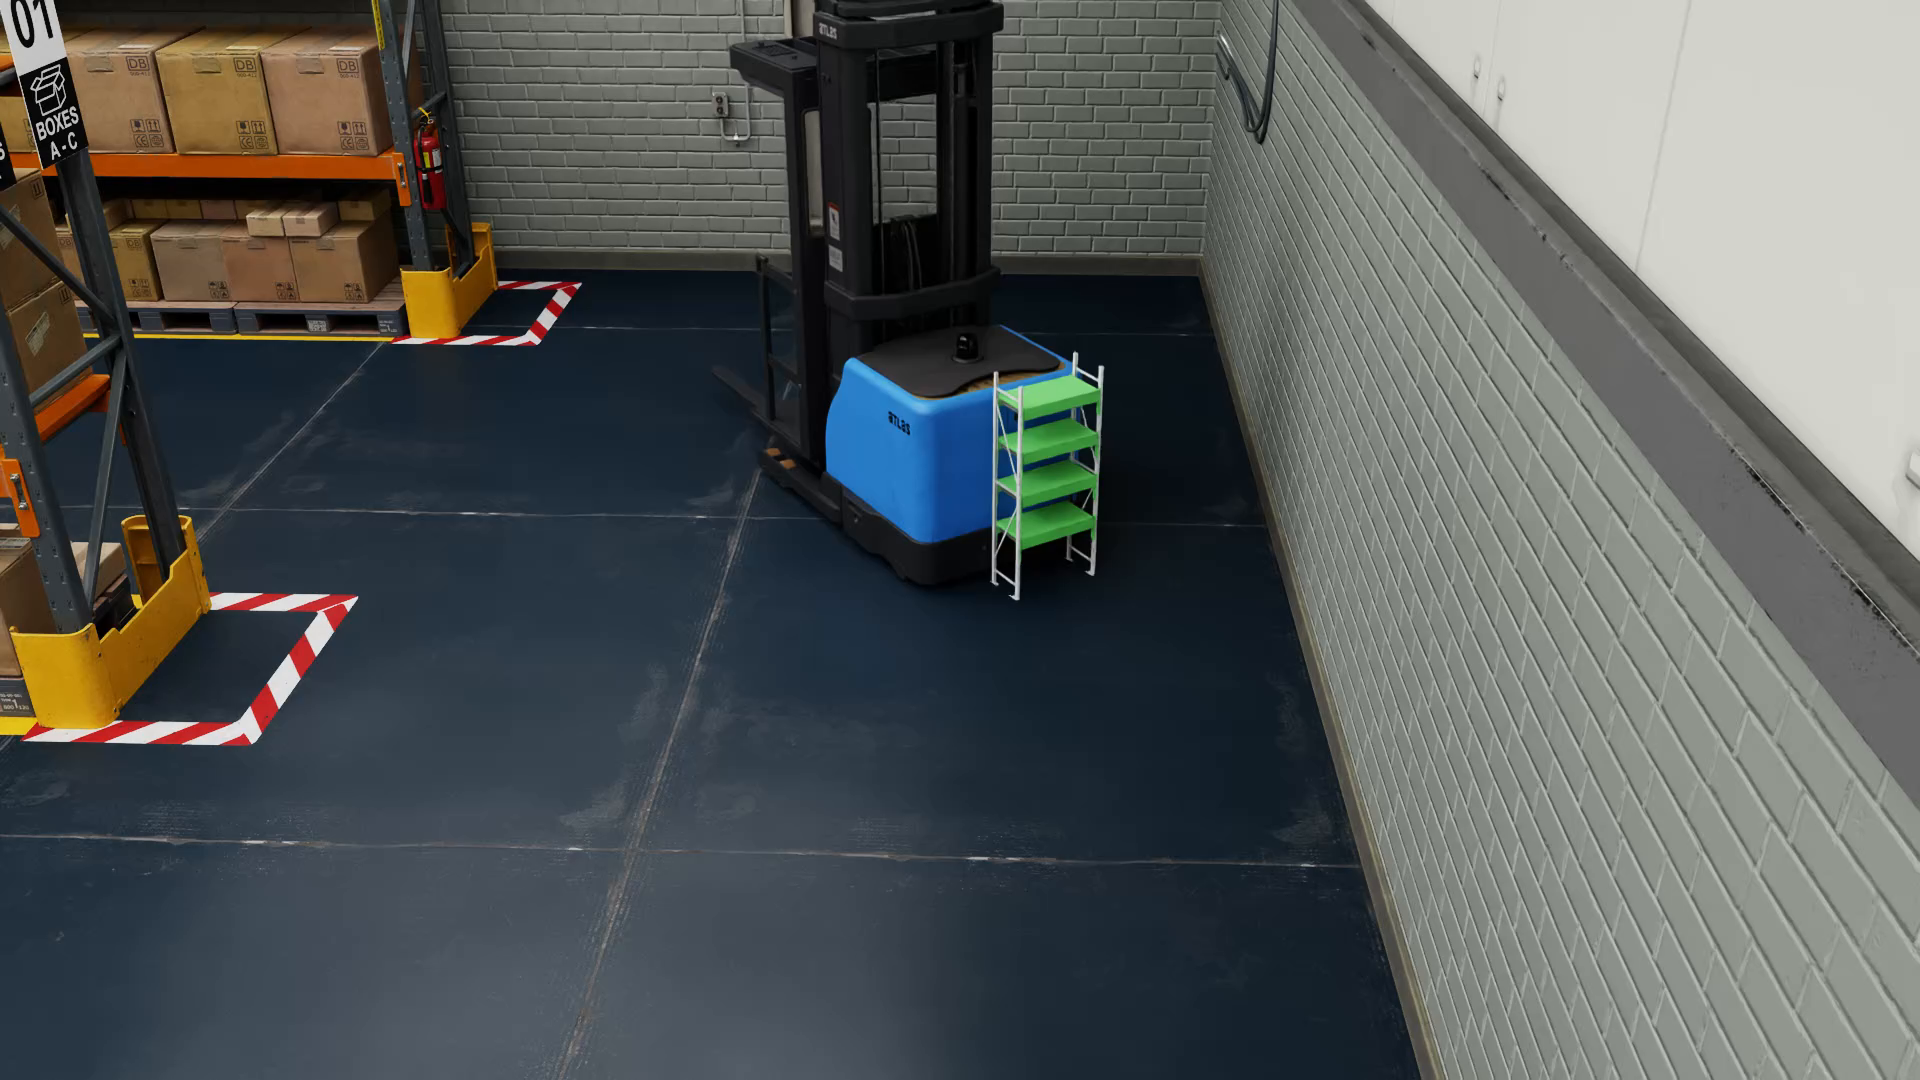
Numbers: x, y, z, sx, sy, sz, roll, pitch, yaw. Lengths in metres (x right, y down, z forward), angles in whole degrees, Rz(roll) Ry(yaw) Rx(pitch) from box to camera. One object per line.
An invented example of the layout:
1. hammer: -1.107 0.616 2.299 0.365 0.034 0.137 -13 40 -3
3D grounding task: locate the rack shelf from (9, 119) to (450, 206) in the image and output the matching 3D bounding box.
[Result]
1. rack shelf: -5.810 -2.767 12.034 4.000 0.370 1.077 1 28 2

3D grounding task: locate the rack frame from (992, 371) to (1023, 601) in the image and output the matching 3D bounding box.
1. rack frame: 0.239 -0.260 8.459 0.015 1.200 0.240 -17 32 -28

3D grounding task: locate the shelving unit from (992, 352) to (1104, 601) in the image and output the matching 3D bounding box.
1. shelving unit: 0.444 -0.321 8.575 0.503 1.200 0.258 -17 32 -28

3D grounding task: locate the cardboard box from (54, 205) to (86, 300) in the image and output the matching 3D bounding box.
1. cardboard box: -6.563 -2.128 12.283 0.500 0.500 0.700 1 28 1

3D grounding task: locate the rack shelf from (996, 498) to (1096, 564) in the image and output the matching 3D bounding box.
1. rack shelf: 0.444 -0.053 8.718 0.480 0.148 0.258 -17 32 -28

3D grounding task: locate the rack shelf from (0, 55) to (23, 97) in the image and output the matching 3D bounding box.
1. rack shelf: -5.981 -1.773 6.958 4.000 0.370 1.077 1 28 2

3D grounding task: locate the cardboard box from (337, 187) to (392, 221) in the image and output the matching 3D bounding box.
1. cardboard box: -4.382 -2.475 12.245 0.250 0.149 0.380 1 28 2

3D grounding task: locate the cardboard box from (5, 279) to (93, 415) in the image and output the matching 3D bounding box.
1. cardboard box: -4.416 -0.908 7.653 0.500 0.500 0.500 2 28 3

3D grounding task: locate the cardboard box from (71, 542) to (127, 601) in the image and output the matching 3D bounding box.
1. cardboard box: -4.389 0.165 8.311 0.250 0.149 0.380 1 28 2

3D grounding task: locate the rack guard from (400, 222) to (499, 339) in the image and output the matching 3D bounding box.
1. rack guard: -3.787 -1.947 12.388 0.348 0.500 1.175 1 28 2

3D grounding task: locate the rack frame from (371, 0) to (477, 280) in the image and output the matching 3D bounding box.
1. rack frame: -3.811 -3.051 11.804 0.127 3.000 1.000 1 28 2

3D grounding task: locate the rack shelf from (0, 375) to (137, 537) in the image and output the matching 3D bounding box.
1. rack shelf: -5.981 -0.448 7.660 4.000 0.370 1.077 1 28 2

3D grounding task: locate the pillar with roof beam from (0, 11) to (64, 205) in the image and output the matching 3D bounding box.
1. pillar with roof beam: -7.230 -4.146 7.464 0.400 9.000 9.100 1 28 2

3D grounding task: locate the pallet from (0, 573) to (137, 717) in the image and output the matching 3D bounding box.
1. pallet: -4.855 0.486 8.109 1.213 0.211 1.003 1 28 2

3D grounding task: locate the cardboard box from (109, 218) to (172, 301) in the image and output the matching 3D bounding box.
1. cardboard box: -6.050 -2.119 12.265 0.500 0.500 0.700 2 28 3

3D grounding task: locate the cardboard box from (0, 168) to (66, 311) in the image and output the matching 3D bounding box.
1. cardboard box: -4.416 -1.349 7.419 0.500 0.500 0.500 2 28 3

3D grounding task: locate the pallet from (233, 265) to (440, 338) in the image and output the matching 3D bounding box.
1. pallet: -4.613 -1.796 12.413 1.213 0.211 1.003 1 28 2

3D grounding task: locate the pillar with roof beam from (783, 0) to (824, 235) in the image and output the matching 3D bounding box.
1. pillar with roof beam: -1.234 -4.047 7.277 0.400 9.000 9.100 1 28 2

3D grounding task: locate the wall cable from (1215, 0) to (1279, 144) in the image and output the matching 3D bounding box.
1. wall cable: 1.829 -4.069 10.634 0.112 2.526 3.097 1 28 2

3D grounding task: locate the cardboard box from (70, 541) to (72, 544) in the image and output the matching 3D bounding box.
1. cardboard box: -4.638 0.153 8.314 0.250 0.166 0.380 1 28 2

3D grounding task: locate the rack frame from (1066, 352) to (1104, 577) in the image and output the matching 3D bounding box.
1. rack frame: 0.649 -0.383 8.692 0.015 1.200 0.240 -17 32 -28

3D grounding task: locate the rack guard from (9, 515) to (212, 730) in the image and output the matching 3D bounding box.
1. rack guard: -4.058 0.371 8.017 0.348 0.500 1.175 1 28 2

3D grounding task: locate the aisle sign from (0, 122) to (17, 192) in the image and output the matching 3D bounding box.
1. aisle sign: -3.925 -1.737 6.548 0.004 0.787 0.394 1 28 2

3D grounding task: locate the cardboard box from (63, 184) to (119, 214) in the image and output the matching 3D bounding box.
1. cardboard box: -6.413 -2.508 12.307 0.250 0.149 0.380 0 28 0

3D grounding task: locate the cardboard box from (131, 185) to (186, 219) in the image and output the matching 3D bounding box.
1. cardboard box: -5.902 -2.500 12.291 0.250 0.149 0.380 0 28 1

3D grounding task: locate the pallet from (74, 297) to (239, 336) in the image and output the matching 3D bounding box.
1. pallet: -5.829 -1.817 12.453 1.213 0.211 1.003 1 28 2

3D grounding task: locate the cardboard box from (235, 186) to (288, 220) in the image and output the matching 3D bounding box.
1. cardboard box: -5.139 -2.488 12.268 0.250 0.149 0.380 1 28 2

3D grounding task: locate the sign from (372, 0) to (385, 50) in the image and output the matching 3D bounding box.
1. sign: -3.844 -3.414 10.998 0.005 0.325 0.100 1 28 2

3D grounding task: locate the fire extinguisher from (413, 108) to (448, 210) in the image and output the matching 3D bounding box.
1. fire extinguisher: -3.677 -2.634 11.497 0.183 0.674 0.296 1 28 2

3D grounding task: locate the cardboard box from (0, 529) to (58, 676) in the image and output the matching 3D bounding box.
1. cardboard box: -4.534 0.284 7.711 0.500 0.500 0.500 1 28 2

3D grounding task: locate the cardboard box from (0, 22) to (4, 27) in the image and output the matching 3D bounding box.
1. cardboard box: -7.267 -3.233 11.827 0.700 0.700 0.980 1 28 3

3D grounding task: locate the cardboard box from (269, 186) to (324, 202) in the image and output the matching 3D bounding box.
1. cardboard box: -4.889 -2.483 12.260 0.250 0.149 0.380 1 28 2

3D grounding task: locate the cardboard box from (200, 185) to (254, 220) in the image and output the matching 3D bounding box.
1. cardboard box: -5.393 -2.492 12.276 0.250 0.149 0.380 1 28 3

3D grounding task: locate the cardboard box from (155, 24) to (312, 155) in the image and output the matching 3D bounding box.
1. cardboard box: -5.049 -3.194 11.753 0.700 0.700 0.980 1 28 1

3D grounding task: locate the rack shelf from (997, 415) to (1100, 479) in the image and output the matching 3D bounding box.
1. rack shelf: 0.444 -0.477 8.493 0.480 0.148 0.258 -17 32 -28

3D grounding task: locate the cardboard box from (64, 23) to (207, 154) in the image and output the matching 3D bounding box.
1. cardboard box: -5.810 -3.211 11.785 0.700 0.700 0.980 0 28 -1

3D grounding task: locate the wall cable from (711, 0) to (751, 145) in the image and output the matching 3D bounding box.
1. wall cable: -2.498 -3.922 12.361 1.851 1.984 0.084 1 28 2

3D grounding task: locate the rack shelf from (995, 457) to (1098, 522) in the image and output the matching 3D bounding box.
1. rack shelf: 0.444 -0.265 8.605 0.480 0.148 0.258 -17 32 -28

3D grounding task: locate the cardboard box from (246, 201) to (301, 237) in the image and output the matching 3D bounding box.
1. cardboard box: -4.904 -2.305 11.923 0.250 0.149 0.380 2 28 3

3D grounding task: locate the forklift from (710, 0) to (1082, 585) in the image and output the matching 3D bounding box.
1. forklift: -0.556 -1.710 9.346 1.130 2.935 3.031 -16 32 -28

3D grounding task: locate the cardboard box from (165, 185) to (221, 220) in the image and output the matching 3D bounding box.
1. cardboard box: -5.649 -2.496 12.283 0.250 0.149 0.380 1 28 2

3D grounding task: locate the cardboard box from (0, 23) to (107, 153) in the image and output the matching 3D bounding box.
1. cardboard box: -6.538 -3.219 11.799 0.700 0.700 0.980 0 28 0

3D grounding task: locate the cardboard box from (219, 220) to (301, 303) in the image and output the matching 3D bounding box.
1. cardboard box: -5.014 -2.106 12.240 0.500 0.500 0.700 1 28 2

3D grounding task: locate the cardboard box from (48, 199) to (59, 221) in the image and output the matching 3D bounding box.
1. cardboard box: -6.729 -2.334 11.978 0.250 0.149 0.380 2 28 4

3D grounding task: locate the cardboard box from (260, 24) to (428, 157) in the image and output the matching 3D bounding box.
1. cardboard box: -4.321 -3.188 11.740 0.700 0.700 0.980 2 28 4

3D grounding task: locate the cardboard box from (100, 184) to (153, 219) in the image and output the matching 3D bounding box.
1. cardboard box: -6.160 -2.504 12.299 0.250 0.149 0.380 1 28 2

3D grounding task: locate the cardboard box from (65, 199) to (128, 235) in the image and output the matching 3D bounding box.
1. cardboard box: -6.207 -2.325 11.962 0.250 0.149 0.380 0 28 0

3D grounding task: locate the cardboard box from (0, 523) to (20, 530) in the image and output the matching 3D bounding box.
1. cardboard box: -5.015 0.138 8.253 0.500 0.250 0.500 1 28 2

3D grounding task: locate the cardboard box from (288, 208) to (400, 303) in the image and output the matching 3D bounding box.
1. cardboard box: -4.514 -2.097 12.224 0.500 0.500 0.700 1 28 2

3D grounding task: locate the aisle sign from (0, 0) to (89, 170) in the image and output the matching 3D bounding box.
1. aisle sign: -3.904 -2.018 7.078 0.004 0.787 0.394 1 28 2

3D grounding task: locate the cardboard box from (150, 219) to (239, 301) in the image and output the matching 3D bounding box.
1. cardboard box: -5.517 -2.114 12.255 0.500 0.500 0.700 0 28 0

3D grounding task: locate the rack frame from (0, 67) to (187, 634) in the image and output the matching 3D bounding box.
1. rack frame: -3.982 -0.733 7.429 0.127 3.000 1.000 1 28 2

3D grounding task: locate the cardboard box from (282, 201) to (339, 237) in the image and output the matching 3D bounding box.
1. cardboard box: -4.649 -2.301 11.915 0.250 0.149 0.380 1 28 1

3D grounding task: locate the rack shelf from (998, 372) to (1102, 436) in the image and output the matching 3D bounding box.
1. rack shelf: 0.444 -0.689 8.380 0.480 0.148 0.258 -17 32 -28

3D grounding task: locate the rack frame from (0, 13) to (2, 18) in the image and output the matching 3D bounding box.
1. rack frame: -3.982 -3.383 6.024 0.127 3.000 1.000 1 28 2
